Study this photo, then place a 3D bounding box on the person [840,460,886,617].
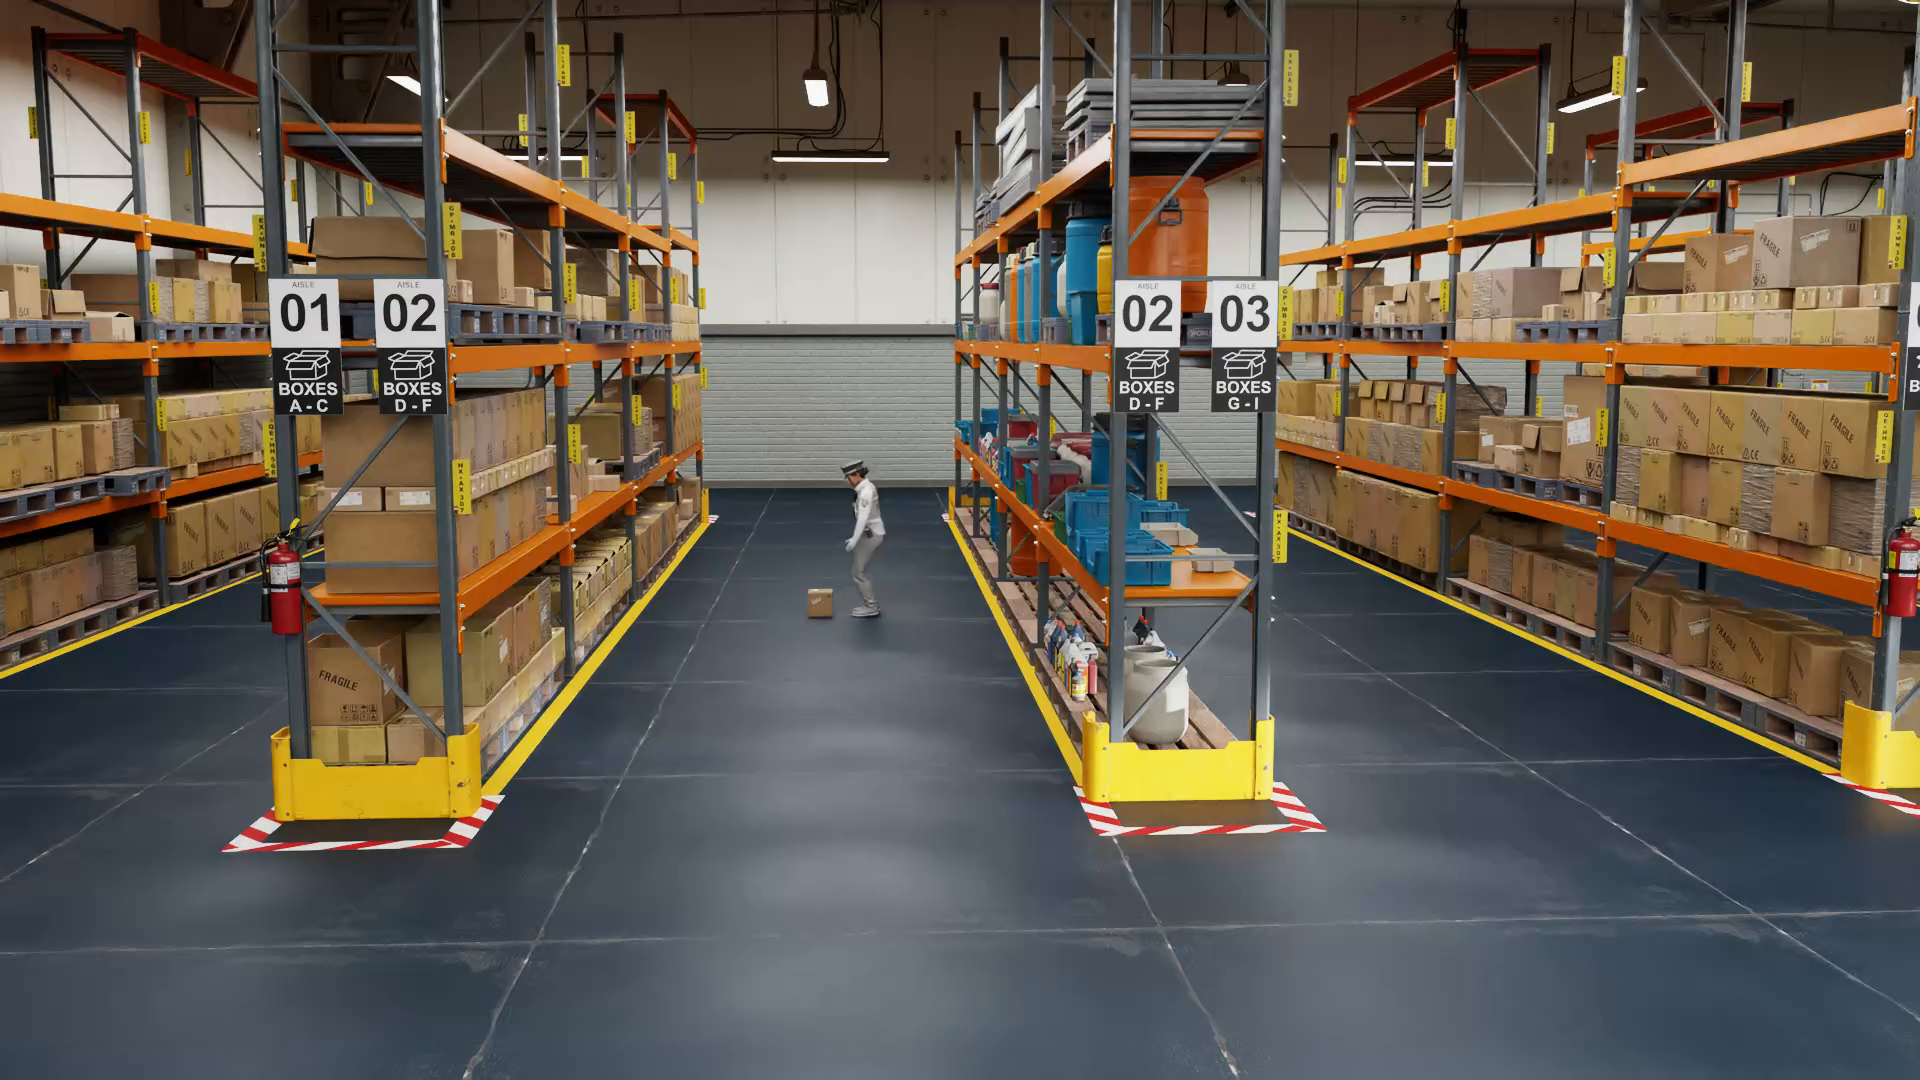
[{"bbox_3d":[-0.998,-0.018,17.151,0.465,1.616,0.504,0,7,-2],"label":"person"}]
